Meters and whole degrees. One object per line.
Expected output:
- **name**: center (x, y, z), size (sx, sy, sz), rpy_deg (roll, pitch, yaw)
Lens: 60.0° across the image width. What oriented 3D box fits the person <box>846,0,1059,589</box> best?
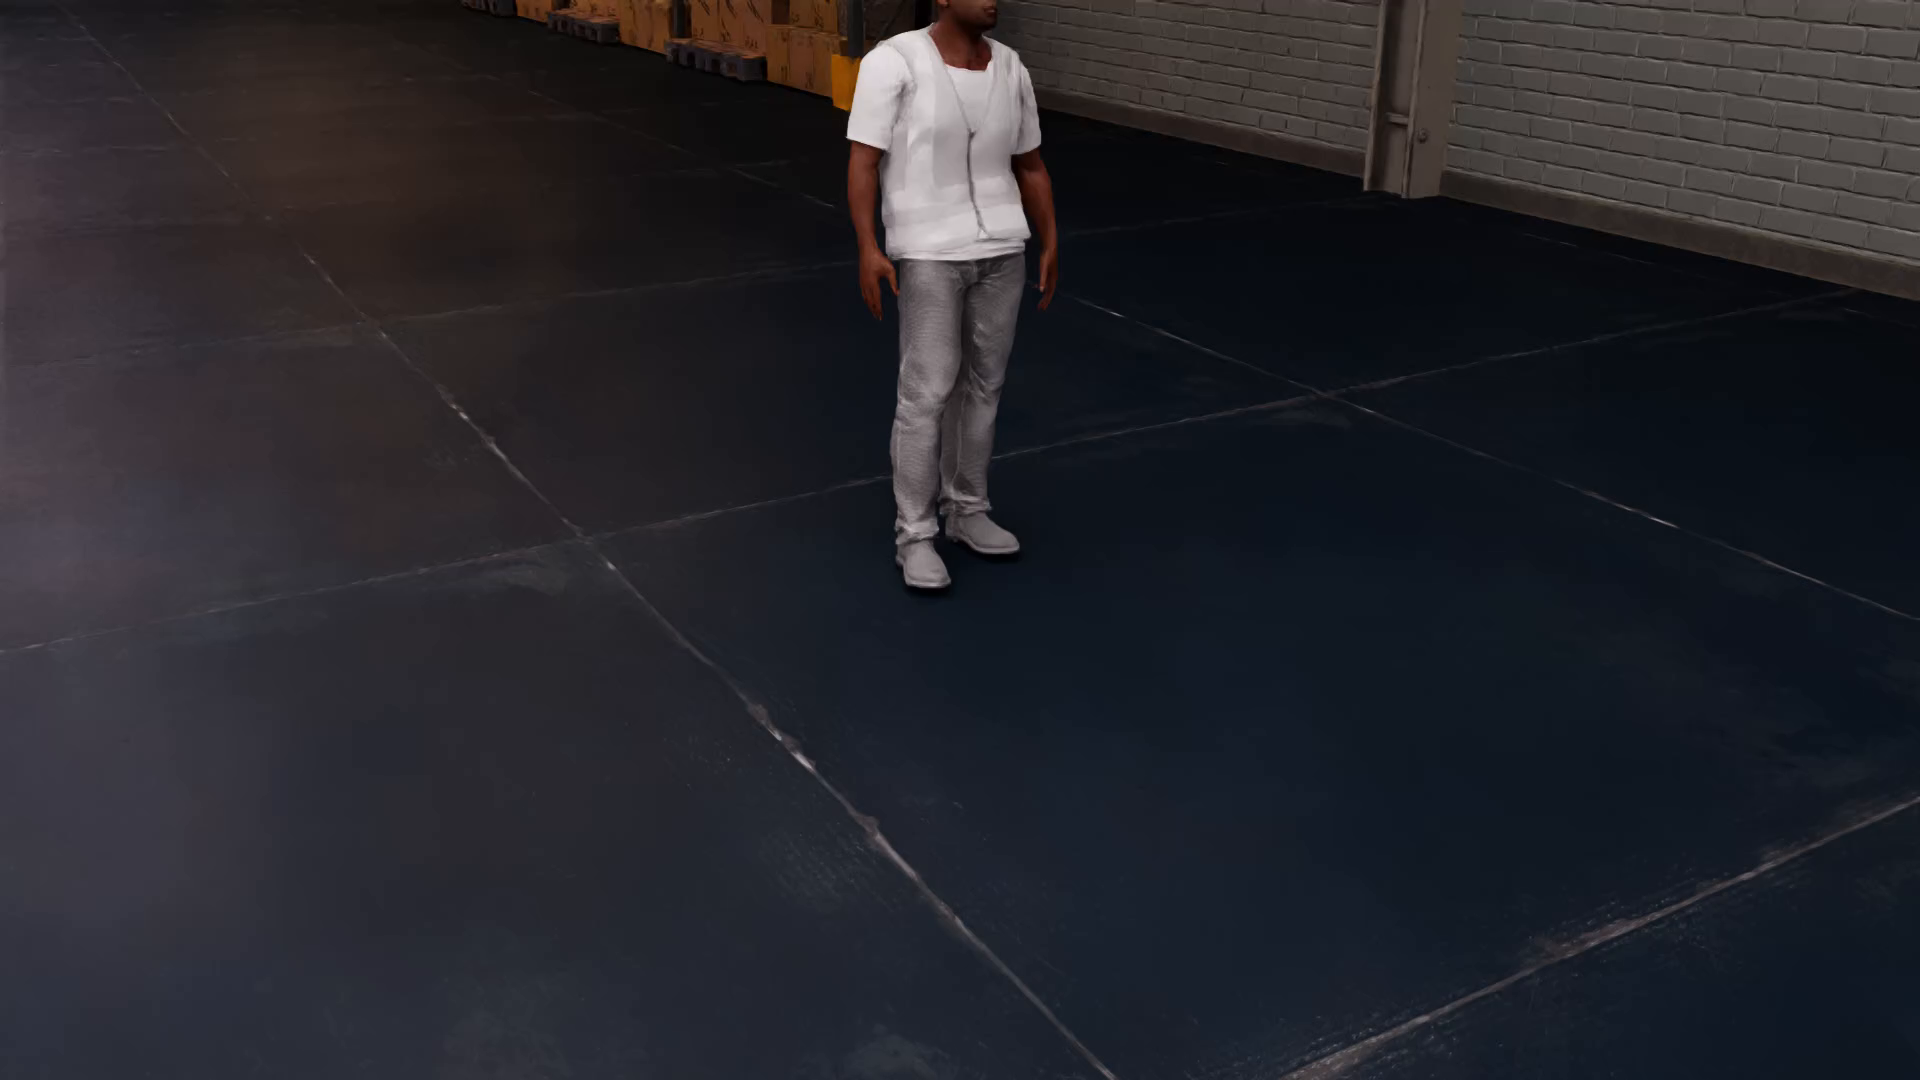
- **person**: center (0.030, -0.800, 4.738), size (0.665, 1.766, 0.576), rpy_deg (-12, 25, -28)
